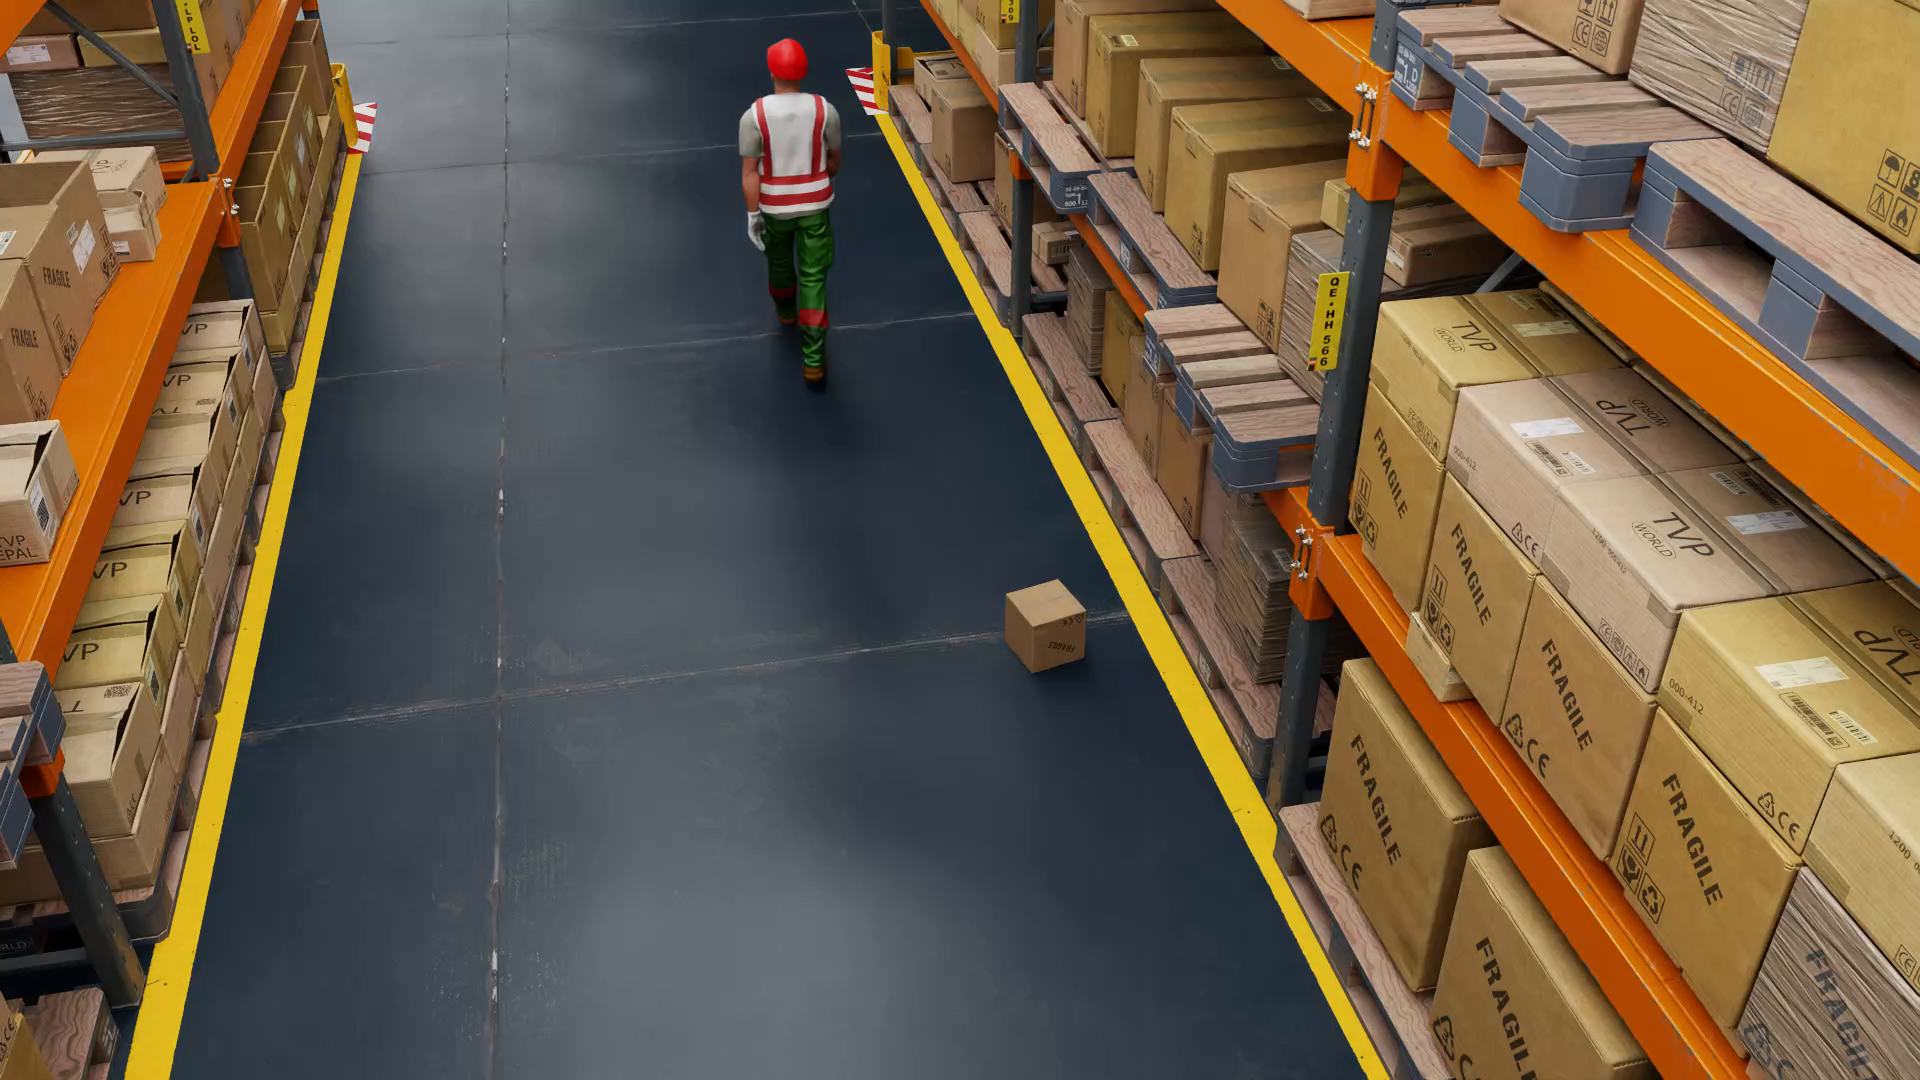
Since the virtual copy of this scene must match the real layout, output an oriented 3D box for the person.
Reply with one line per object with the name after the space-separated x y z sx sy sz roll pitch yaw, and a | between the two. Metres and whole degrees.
-0.874 -1.814 8.792 0.523 1.731 1.054 -3 34 -4 | person
